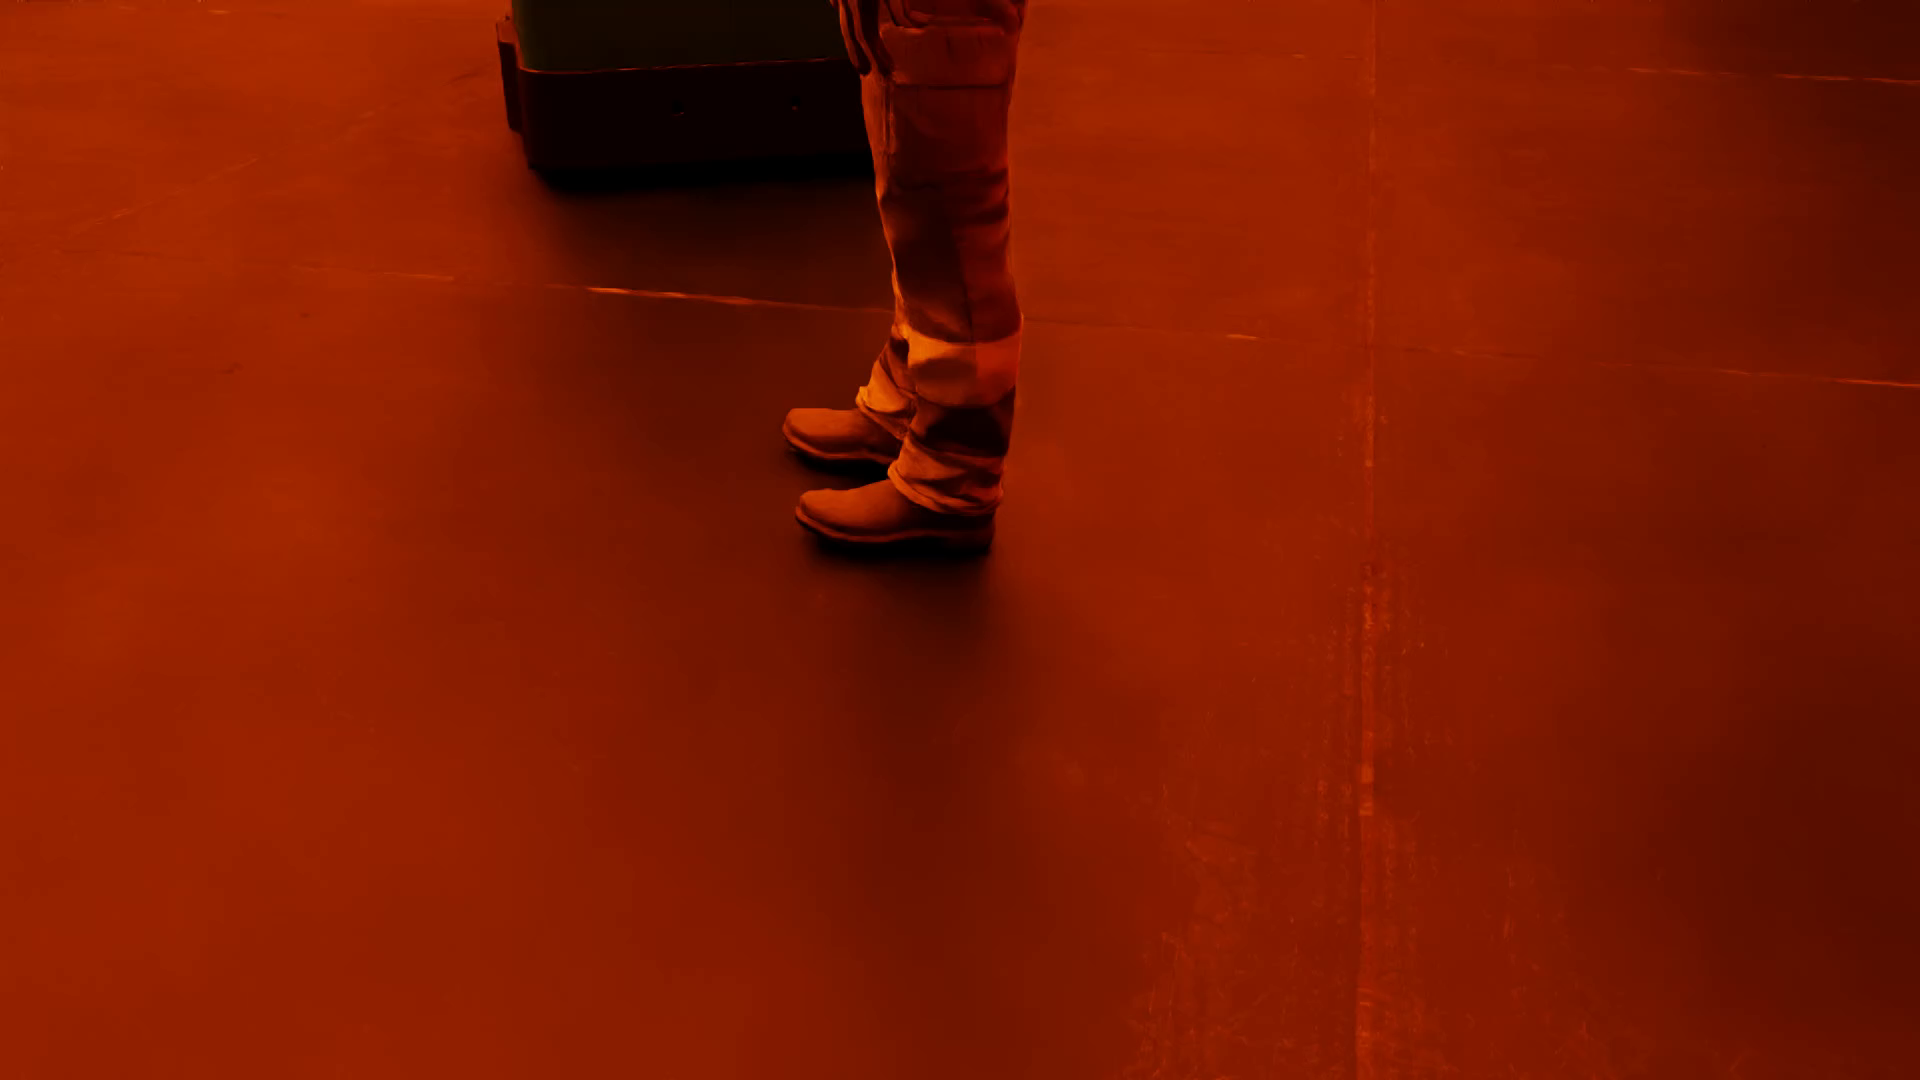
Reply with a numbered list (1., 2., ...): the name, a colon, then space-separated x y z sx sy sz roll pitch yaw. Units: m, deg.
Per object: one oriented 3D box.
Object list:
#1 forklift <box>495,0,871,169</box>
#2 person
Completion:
1. forklift: -0.971 -2.887 4.969 1.130 2.935 3.031 -7 28 -14
2. person: -0.076 -0.818 2.119 0.563 1.787 0.637 6 27 11
